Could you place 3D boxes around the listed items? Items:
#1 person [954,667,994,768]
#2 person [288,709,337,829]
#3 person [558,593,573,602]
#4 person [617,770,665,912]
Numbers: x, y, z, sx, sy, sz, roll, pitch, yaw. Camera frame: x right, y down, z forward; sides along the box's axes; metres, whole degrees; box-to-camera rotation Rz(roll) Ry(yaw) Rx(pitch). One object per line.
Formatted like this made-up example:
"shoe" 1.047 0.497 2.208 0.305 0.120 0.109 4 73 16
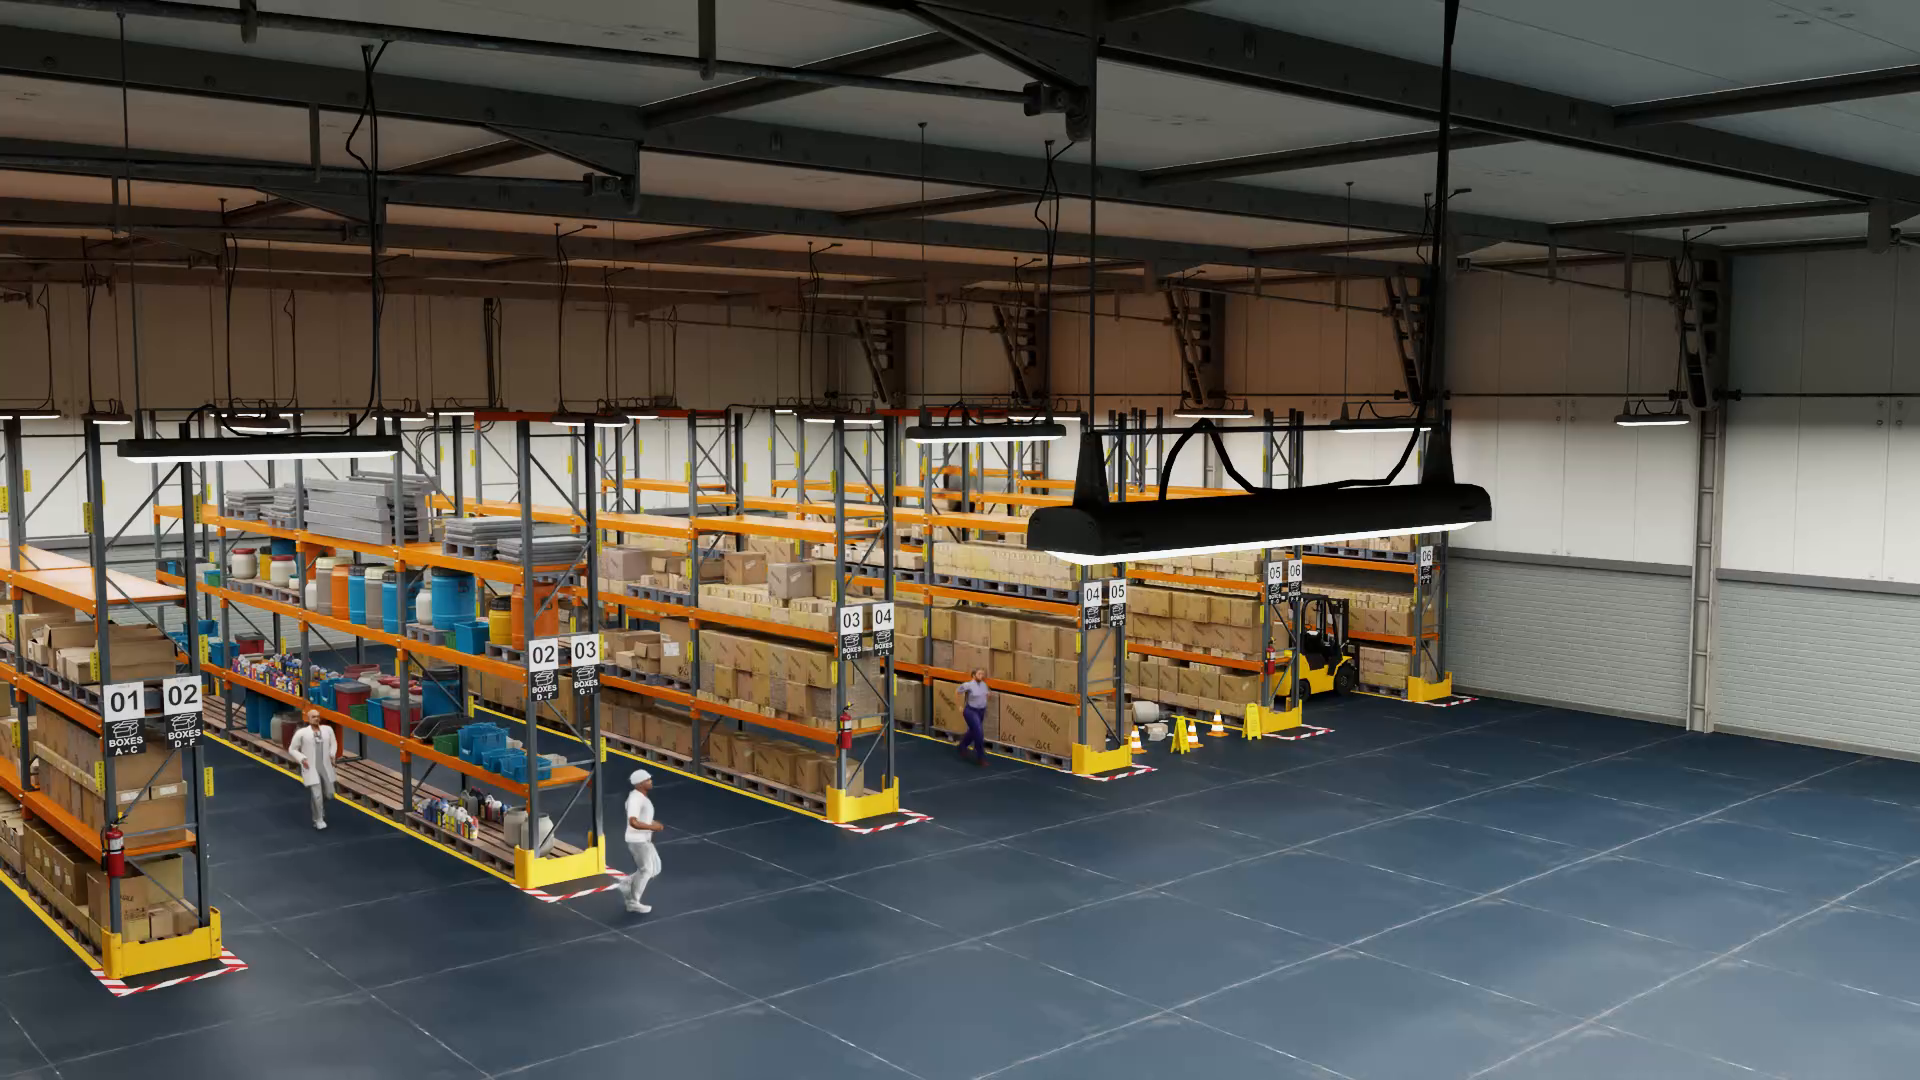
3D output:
"person" 0.239 3.015 28.437 0.855 1.673 0.580 4 7 40
"person" -9.428 3.331 24.314 0.708 1.724 0.670 -4 7 -40
"person" -9.711 2.002 40.065 0.855 1.629 0.821 3 6 26
"person" -3.921 3.682 20.489 0.614 1.705 0.720 0 5 -5
